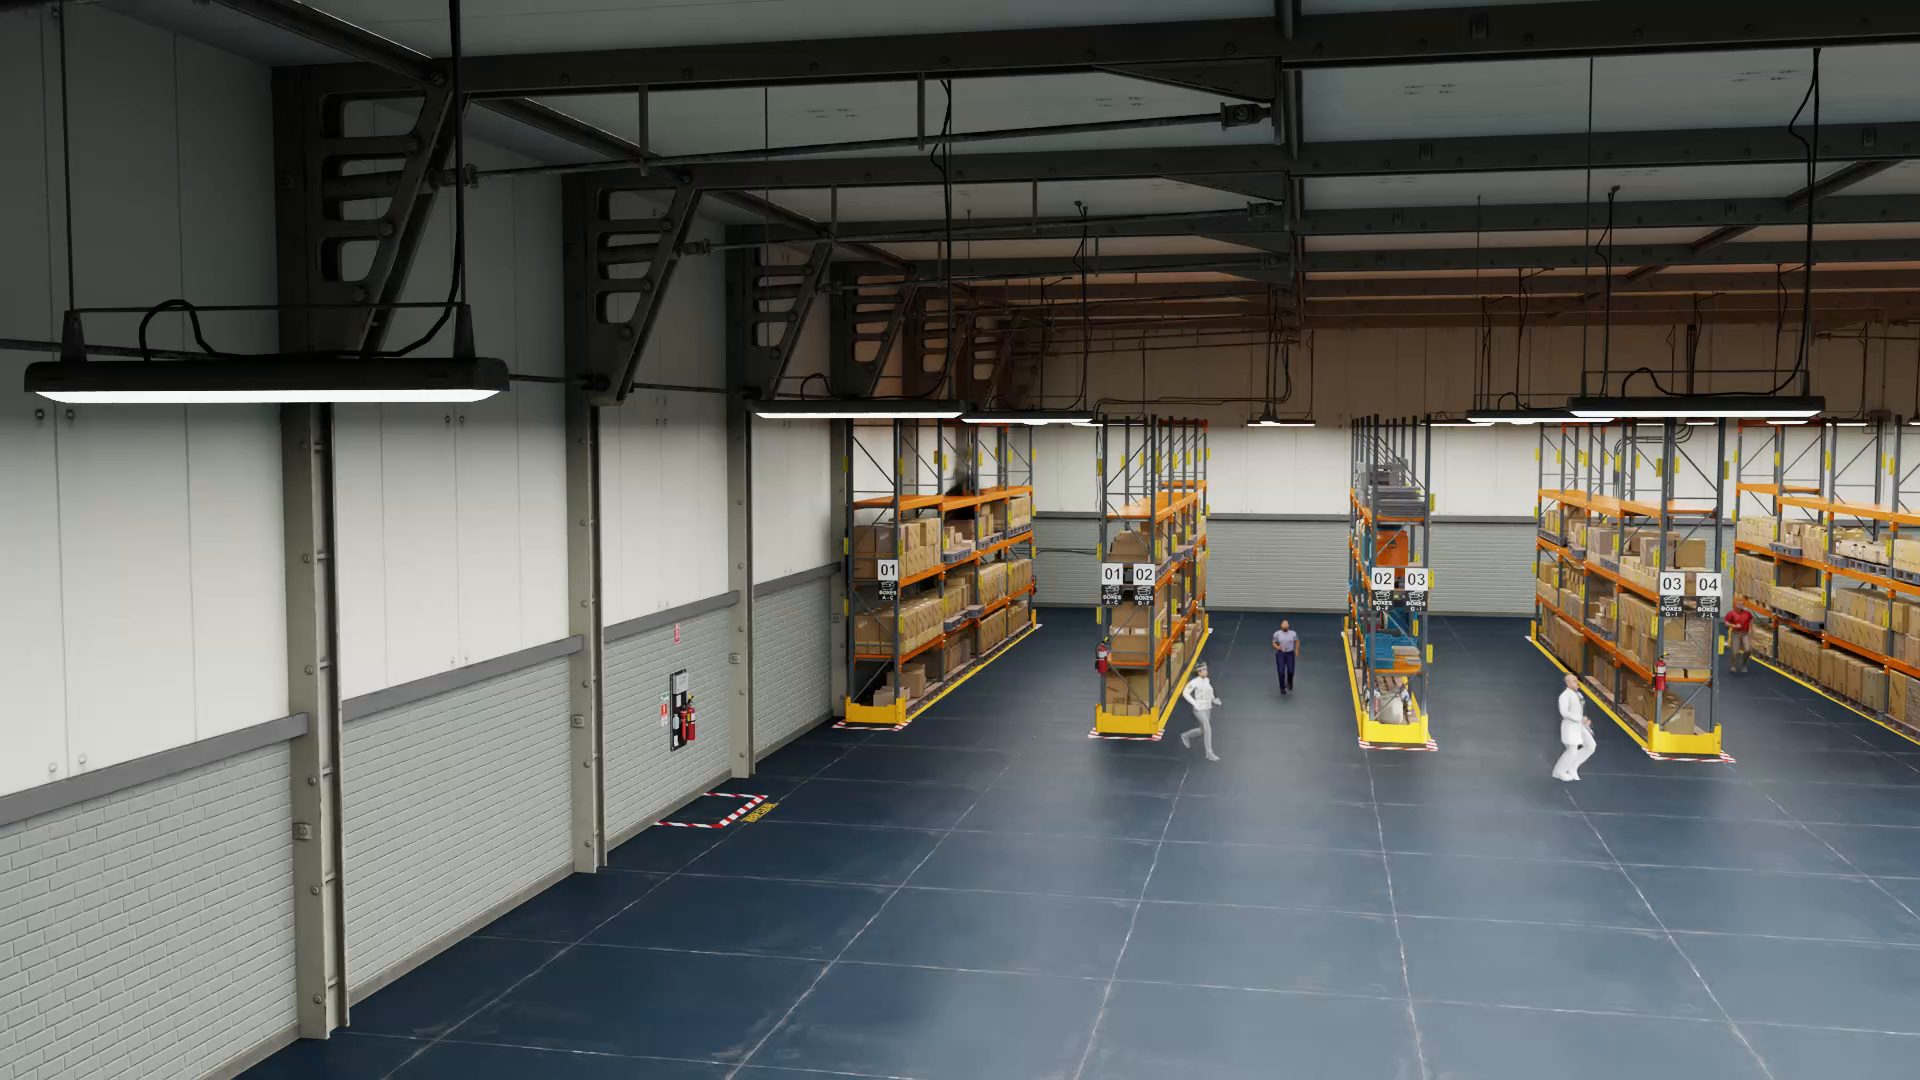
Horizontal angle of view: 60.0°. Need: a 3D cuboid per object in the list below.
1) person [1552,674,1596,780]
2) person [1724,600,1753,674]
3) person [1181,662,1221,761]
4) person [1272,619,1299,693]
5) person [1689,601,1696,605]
[{"bbox_3d":[9.989,3.049,27.039,0.680,1.740,0.721,4,5,45],"label":"person"},{"bbox_3d":[18.251,2.280,38.913,0.699,1.746,0.690,1,4,9],"label":"person"},{"bbox_3d":[4.168,2.970,28.950,0.821,1.690,0.568,3,5,41],"label":"person"},{"bbox_3d":[7.046,2.525,35.955,0.595,1.609,0.556,1,4,8],"label":"person"},{"bbox_3d":[19.801,1.873,44.786,0.811,1.772,0.701,-1,4,-19],"label":"person"}]
